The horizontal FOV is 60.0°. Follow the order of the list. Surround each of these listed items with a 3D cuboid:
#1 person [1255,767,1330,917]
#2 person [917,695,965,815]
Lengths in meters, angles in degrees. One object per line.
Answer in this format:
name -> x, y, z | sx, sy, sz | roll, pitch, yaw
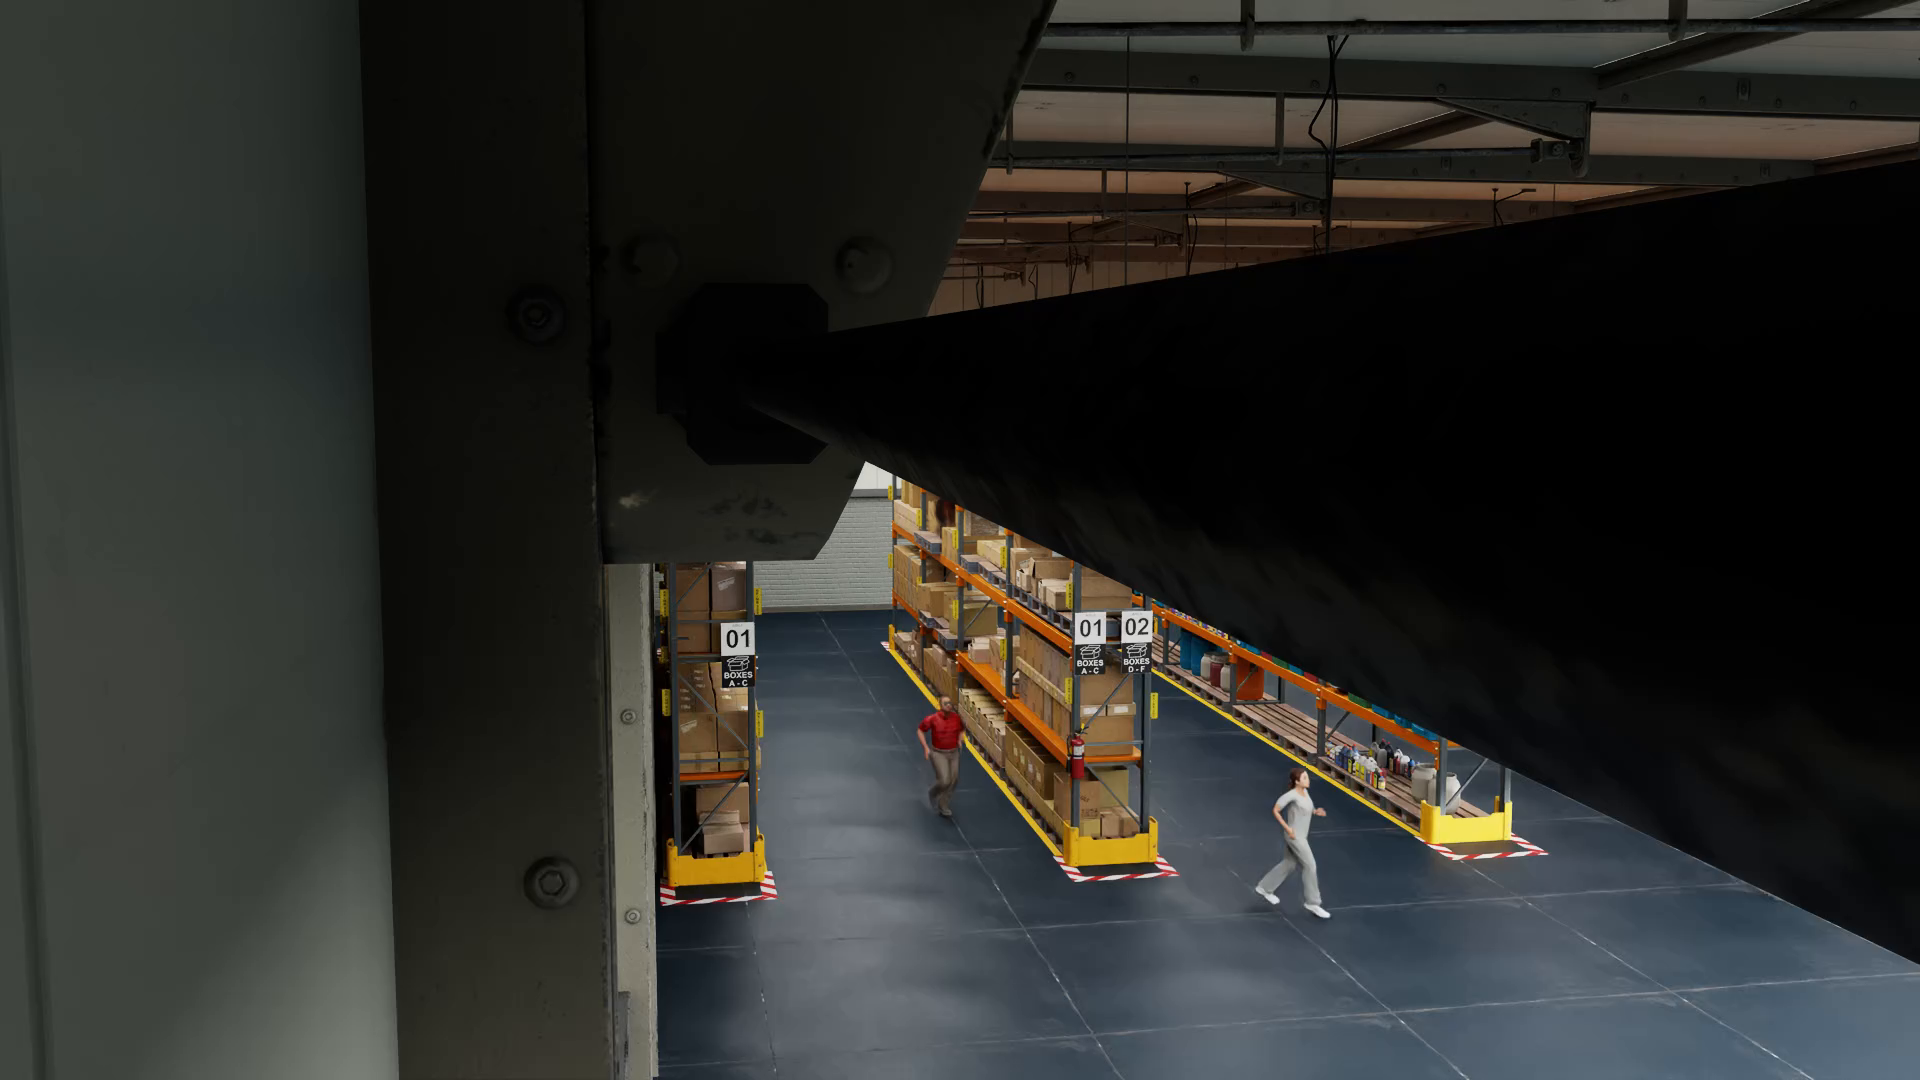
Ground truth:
person -> 3.847, 3.435, 19.124 | 0.874, 1.702, 0.549 | 3, 7, 24
person -> -0.189, 3.003, 23.057 | 0.657, 1.683, 0.586 | -3, 7, -28
